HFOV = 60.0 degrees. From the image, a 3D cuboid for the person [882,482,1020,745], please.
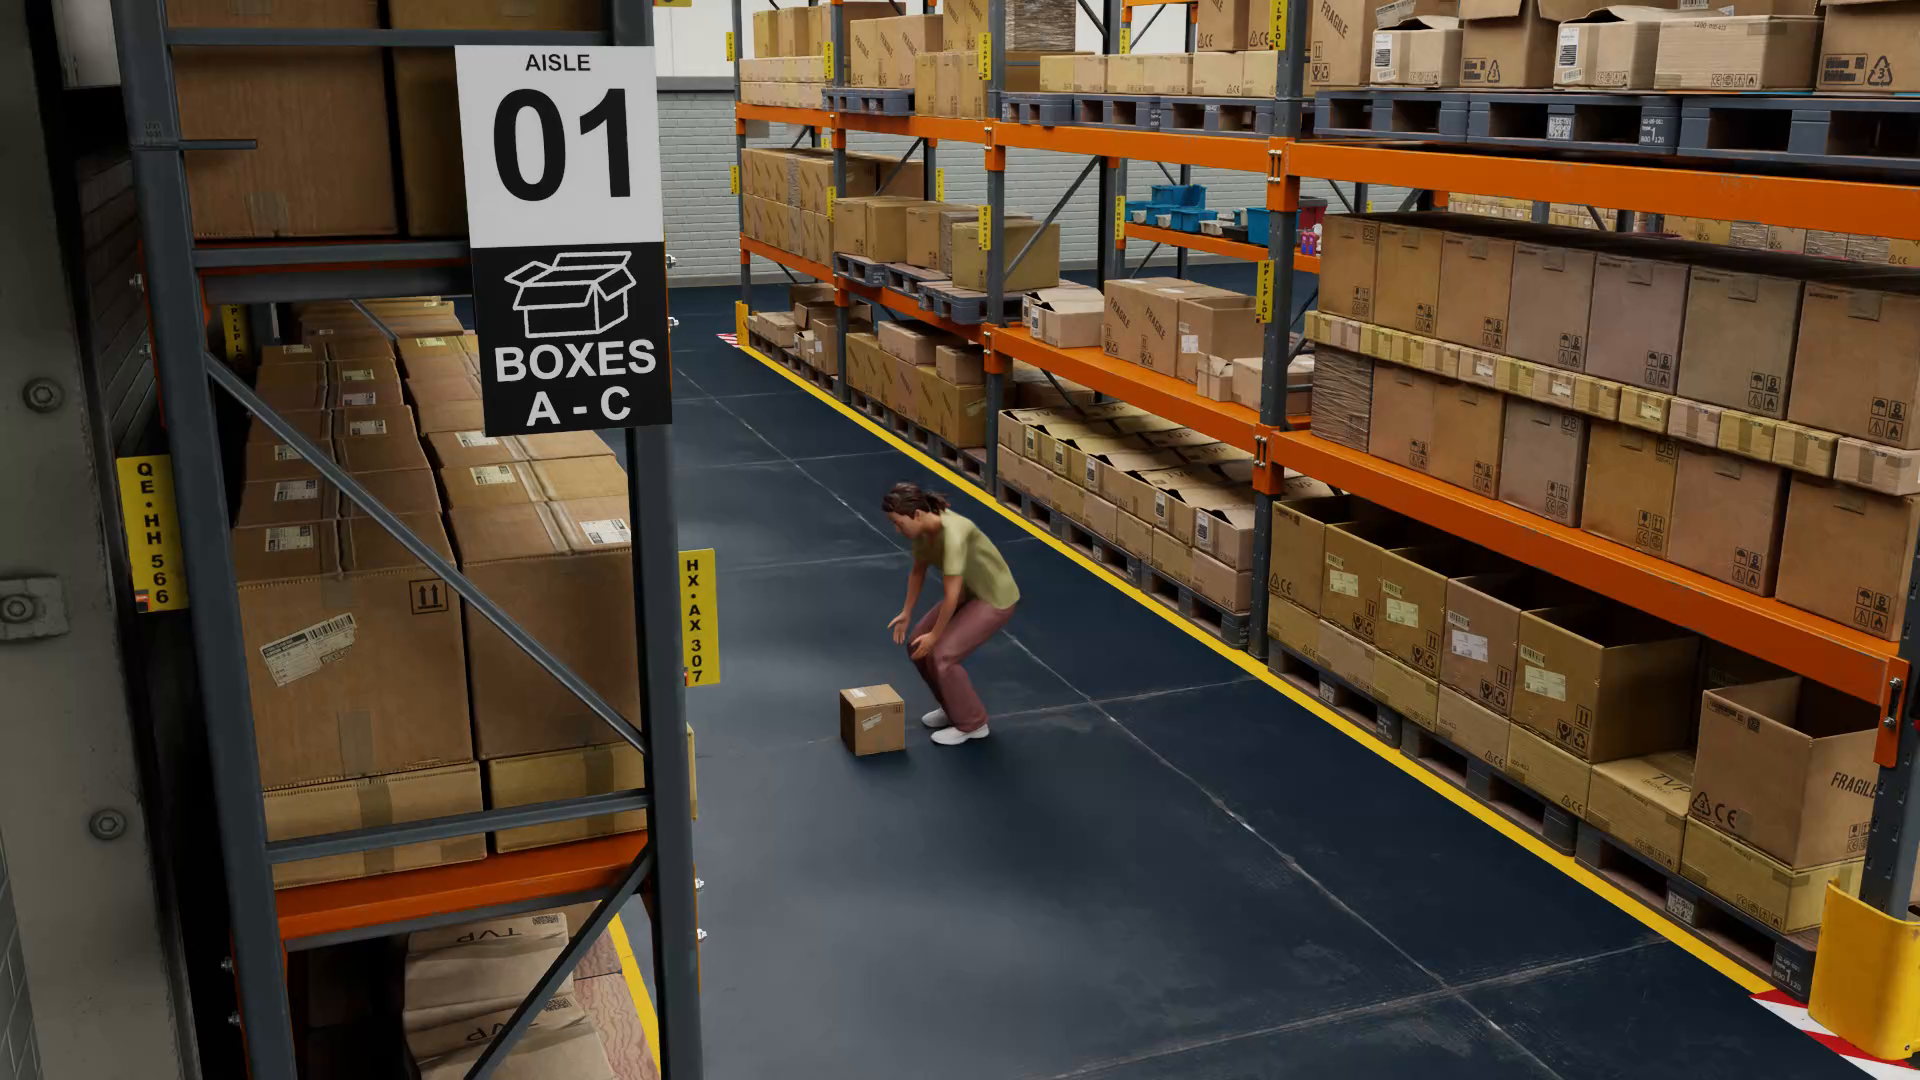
[{"bbox_3d":[-0.041,0.335,8.033,0.683,1.304,0.511,-6,17,-20],"label":"person"}]
